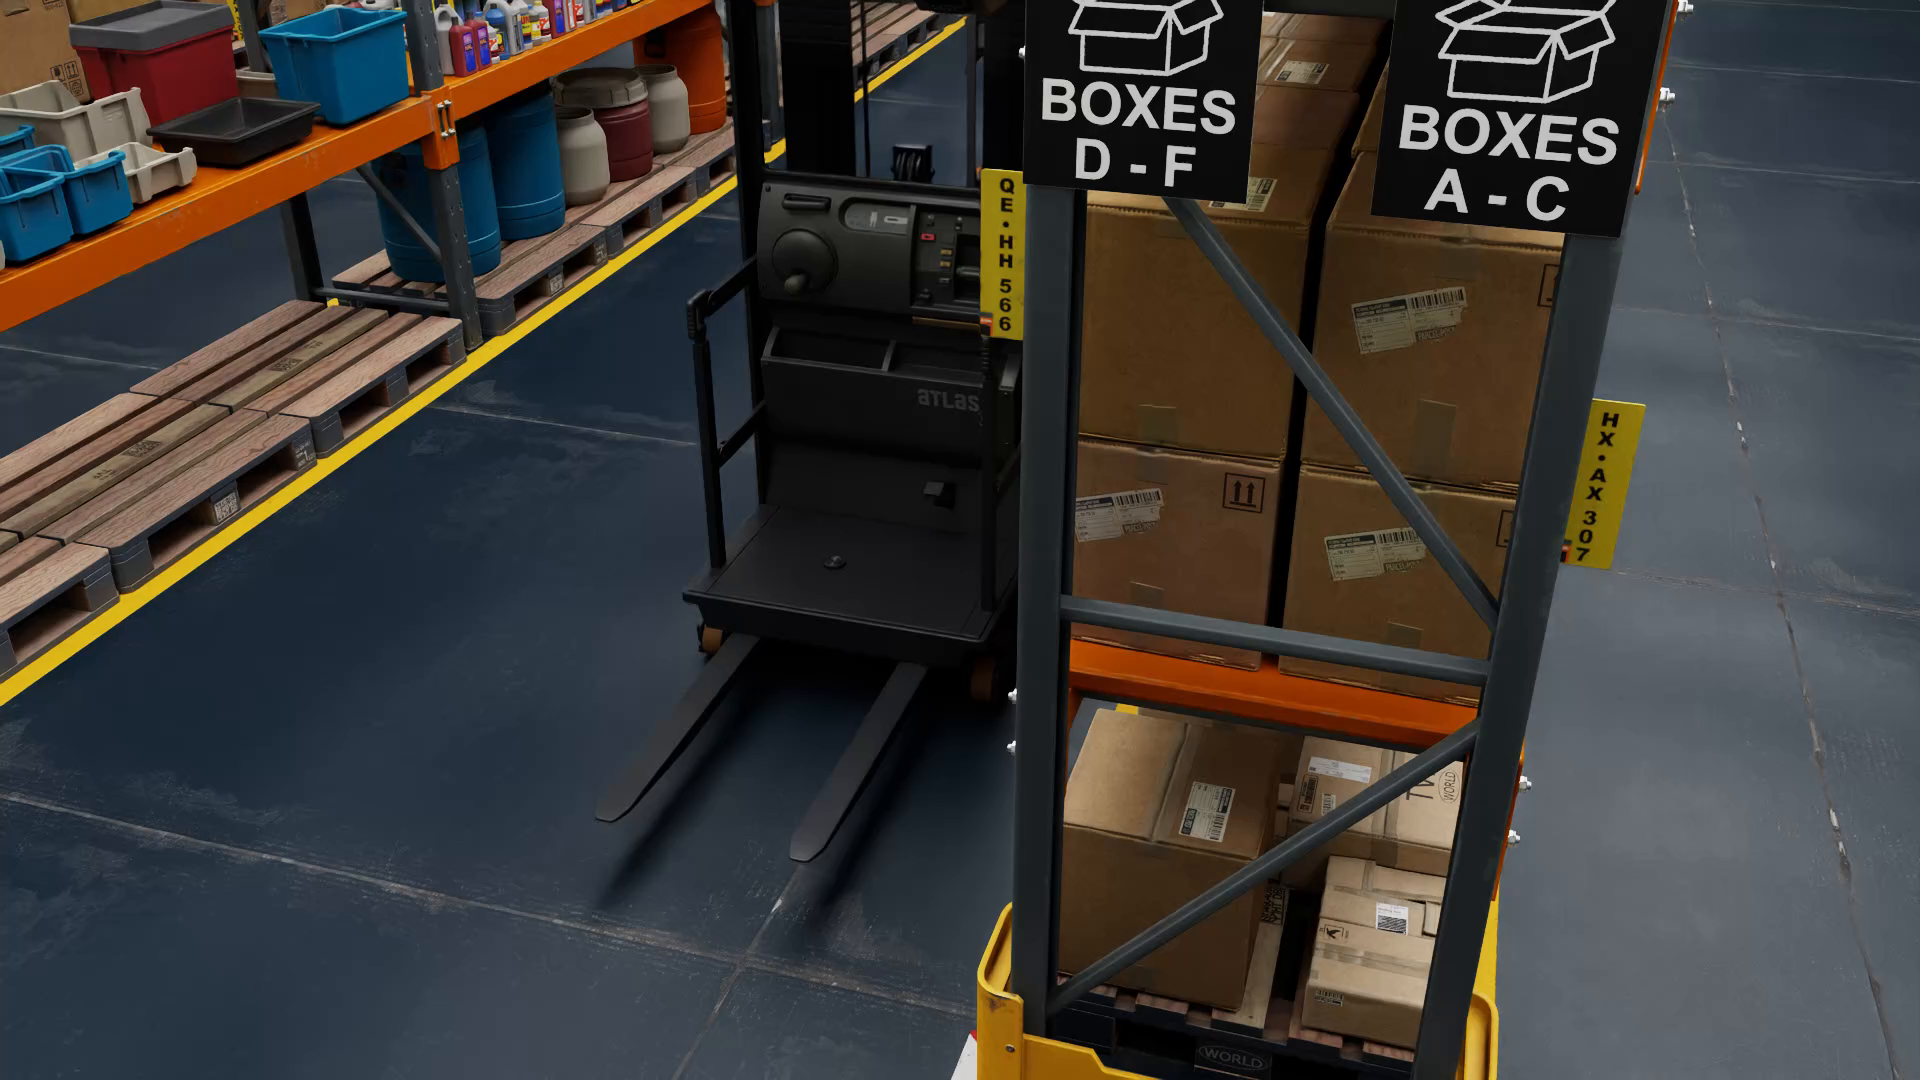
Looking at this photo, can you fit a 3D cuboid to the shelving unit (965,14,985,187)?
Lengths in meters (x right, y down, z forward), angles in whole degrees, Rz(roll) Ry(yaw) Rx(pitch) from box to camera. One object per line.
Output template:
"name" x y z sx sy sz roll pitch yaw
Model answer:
"shelving unit" 0.296 -1.385 7.081 0.431 2.100 0.503 8 30 15

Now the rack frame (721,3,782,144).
"rack frame" -1.774 -4.222 11.254 1.000 3.000 0.127 8 30 15

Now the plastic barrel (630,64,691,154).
"plastic barrel" -1.982 -2.813 10.849 0.421 0.512 0.421 0 29 0

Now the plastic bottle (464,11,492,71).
"plastic bottle" -2.394 -2.483 8.249 0.061 0.283 0.133 8 30 15

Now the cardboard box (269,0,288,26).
"cardboard box" -6.181 -4.602 14.056 0.700 0.500 0.500 6 30 11

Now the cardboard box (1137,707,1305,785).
"cardboard box" 0.843 0.489 5.162 0.500 0.250 0.500 8 30 15

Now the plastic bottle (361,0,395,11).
"plastic bottle" -3.035 -2.708 8.660 0.152 0.276 0.135 8 30 15

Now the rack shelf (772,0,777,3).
"rack shelf" -1.187 -4.837 13.099 1.077 0.370 4.000 8 30 15

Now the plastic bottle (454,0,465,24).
"plastic bottle" -2.762 -2.931 9.065 0.097 0.271 0.097 0 29 0

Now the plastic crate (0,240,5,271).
"plastic crate" -3.363 -0.935 5.555 0.250 0.136 0.298 8 30 15

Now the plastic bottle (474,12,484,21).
"plastic bottle" -2.466 -2.616 8.571 0.097 0.201 0.097 0 29 0

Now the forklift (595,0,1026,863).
"forklift" -0.300 -0.933 5.411 1.130 2.935 3.031 8 30 15

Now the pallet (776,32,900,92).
"pallet" -1.150 -3.923 13.585 1.003 0.211 1.213 8 30 15

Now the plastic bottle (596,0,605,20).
"plastic bottle" -2.048 -3.055 9.289 0.097 0.271 0.097 0 29 0

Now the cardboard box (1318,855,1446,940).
"cardboard box" 1.136 0.989 4.349 0.380 0.166 0.250 8 30 15

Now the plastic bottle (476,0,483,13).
"plastic bottle" -2.779 -3.112 9.387 0.152 0.276 0.135 8 30 15

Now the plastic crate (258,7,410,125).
"plastic crate" -2.759 -2.117 7.424 0.392 0.384 0.575 8 30 15

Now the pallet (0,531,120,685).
"pallet" -3.843 0.337 5.927 1.003 0.211 1.213 8 30 15

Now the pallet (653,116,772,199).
"pallet" -1.966 -2.631 11.262 1.003 0.211 1.213 8 30 15

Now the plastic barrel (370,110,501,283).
"plastic barrel" -2.773 -1.880 8.770 0.600 0.901 0.708 8 30 15

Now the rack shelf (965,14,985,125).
"rack shelf" 0.296 -1.985 6.747 0.431 0.518 0.480 8 30 15

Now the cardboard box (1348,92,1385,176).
"cardboard box" 1.140 -0.689 3.771 0.500 0.500 0.500 9 30 15

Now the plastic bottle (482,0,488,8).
"plastic bottle" -2.654 -3.101 9.372 0.097 0.271 0.097 0 29 0

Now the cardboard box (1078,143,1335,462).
"cardboard box" 0.479 -0.522 3.472 0.500 0.500 0.500 8 30 14

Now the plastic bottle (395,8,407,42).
"plastic bottle" -2.910 -2.666 8.661 0.097 0.201 0.097 0 29 0

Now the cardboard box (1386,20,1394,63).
"cardboard box" 1.076 -1.478 5.189 0.500 0.500 0.500 8 30 13

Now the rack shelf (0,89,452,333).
"rack shelf" -3.536 -1.119 6.416 1.077 0.370 4.000 8 30 15

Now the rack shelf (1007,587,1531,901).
"rack shelf" 1.199 -0.411 5.142 1.077 0.370 4.000 8 30 15

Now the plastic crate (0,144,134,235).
"plastic crate" -3.261 -1.276 6.069 0.416 0.233 0.300 8 30 15

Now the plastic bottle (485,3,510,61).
"plastic bottle" -2.349 -2.580 8.434 0.097 0.271 0.097 0 29 0

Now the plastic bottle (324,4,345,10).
"plastic bottle" -3.142 -2.538 8.354 0.152 0.276 0.135 8 30 15

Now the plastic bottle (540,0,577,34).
"plastic bottle" -2.177 -2.900 9.005 0.152 0.276 0.135 8 30 15

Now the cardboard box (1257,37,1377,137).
"cardboard box" 0.774 -0.999 4.328 0.500 0.500 0.500 9 30 16

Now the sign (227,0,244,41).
"sign" -3.474 -2.563 7.987 0.100 0.325 0.005 8 30 15

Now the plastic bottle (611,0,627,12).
"plastic bottle" -2.001 -3.204 9.475 0.144 0.351 0.185 8 30 15

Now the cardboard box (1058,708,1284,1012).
"cardboard box" 0.536 0.817 4.315 0.500 0.500 0.500 8 30 15

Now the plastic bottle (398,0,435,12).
"plastic bottle" -2.854 -2.795 8.739 0.144 0.351 0.185 8 30 15

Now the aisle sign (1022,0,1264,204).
"aisle sign" 0.299 -0.944 2.686 0.394 0.787 0.004 8 30 15

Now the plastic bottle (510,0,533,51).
"plastic bottle" -2.281 -2.687 8.628 0.097 0.271 0.097 0 29 0

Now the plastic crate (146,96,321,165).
"plastic crate" -3.020 -1.710 6.960 0.437 0.125 0.590 8 30 15

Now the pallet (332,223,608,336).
"pallet" -2.682 -1.497 9.224 1.003 0.211 1.213 8 30 15

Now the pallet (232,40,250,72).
"pallet" -6.278 -4.073 13.854 1.003 0.211 1.213 8 30 15

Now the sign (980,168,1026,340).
"sign" 0.087 -0.528 3.098 0.100 0.325 0.005 8 30 15

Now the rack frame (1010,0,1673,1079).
"rack frame" 0.615 0.205 3.296 0.949 2.616 0.053 8 30 15

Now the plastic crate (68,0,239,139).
"plastic crate" -3.450 -2.038 7.200 0.402 0.464 0.583 8 30 15

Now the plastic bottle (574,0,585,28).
"plastic bottle" -2.116 -2.917 9.113 0.097 0.201 0.097 0 29 0

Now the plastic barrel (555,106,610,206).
"plastic barrel" -2.313 -2.288 9.905 0.421 0.512 0.421 0 29 0

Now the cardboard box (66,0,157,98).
"cardboard box" -6.732 -3.866 12.367 1.225 0.875 0.875 7 30 13

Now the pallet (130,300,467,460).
"pallet" -3.127 -0.797 7.966 1.003 0.211 1.213 8 30 15

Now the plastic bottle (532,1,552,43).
"plastic bottle" -2.224 -2.747 8.807 0.097 0.201 0.097 0 29 0

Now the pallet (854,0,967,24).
"pallet" -0.363 -5.168 15.823 1.003 0.211 1.213 8 30 15

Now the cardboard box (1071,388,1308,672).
"cardboard box" 0.483 -0.086 3.716 0.500 0.500 0.500 9 30 16

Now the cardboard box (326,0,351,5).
"cardboard box" -5.858 -5.126 14.998 0.700 0.500 0.500 6 30 11
